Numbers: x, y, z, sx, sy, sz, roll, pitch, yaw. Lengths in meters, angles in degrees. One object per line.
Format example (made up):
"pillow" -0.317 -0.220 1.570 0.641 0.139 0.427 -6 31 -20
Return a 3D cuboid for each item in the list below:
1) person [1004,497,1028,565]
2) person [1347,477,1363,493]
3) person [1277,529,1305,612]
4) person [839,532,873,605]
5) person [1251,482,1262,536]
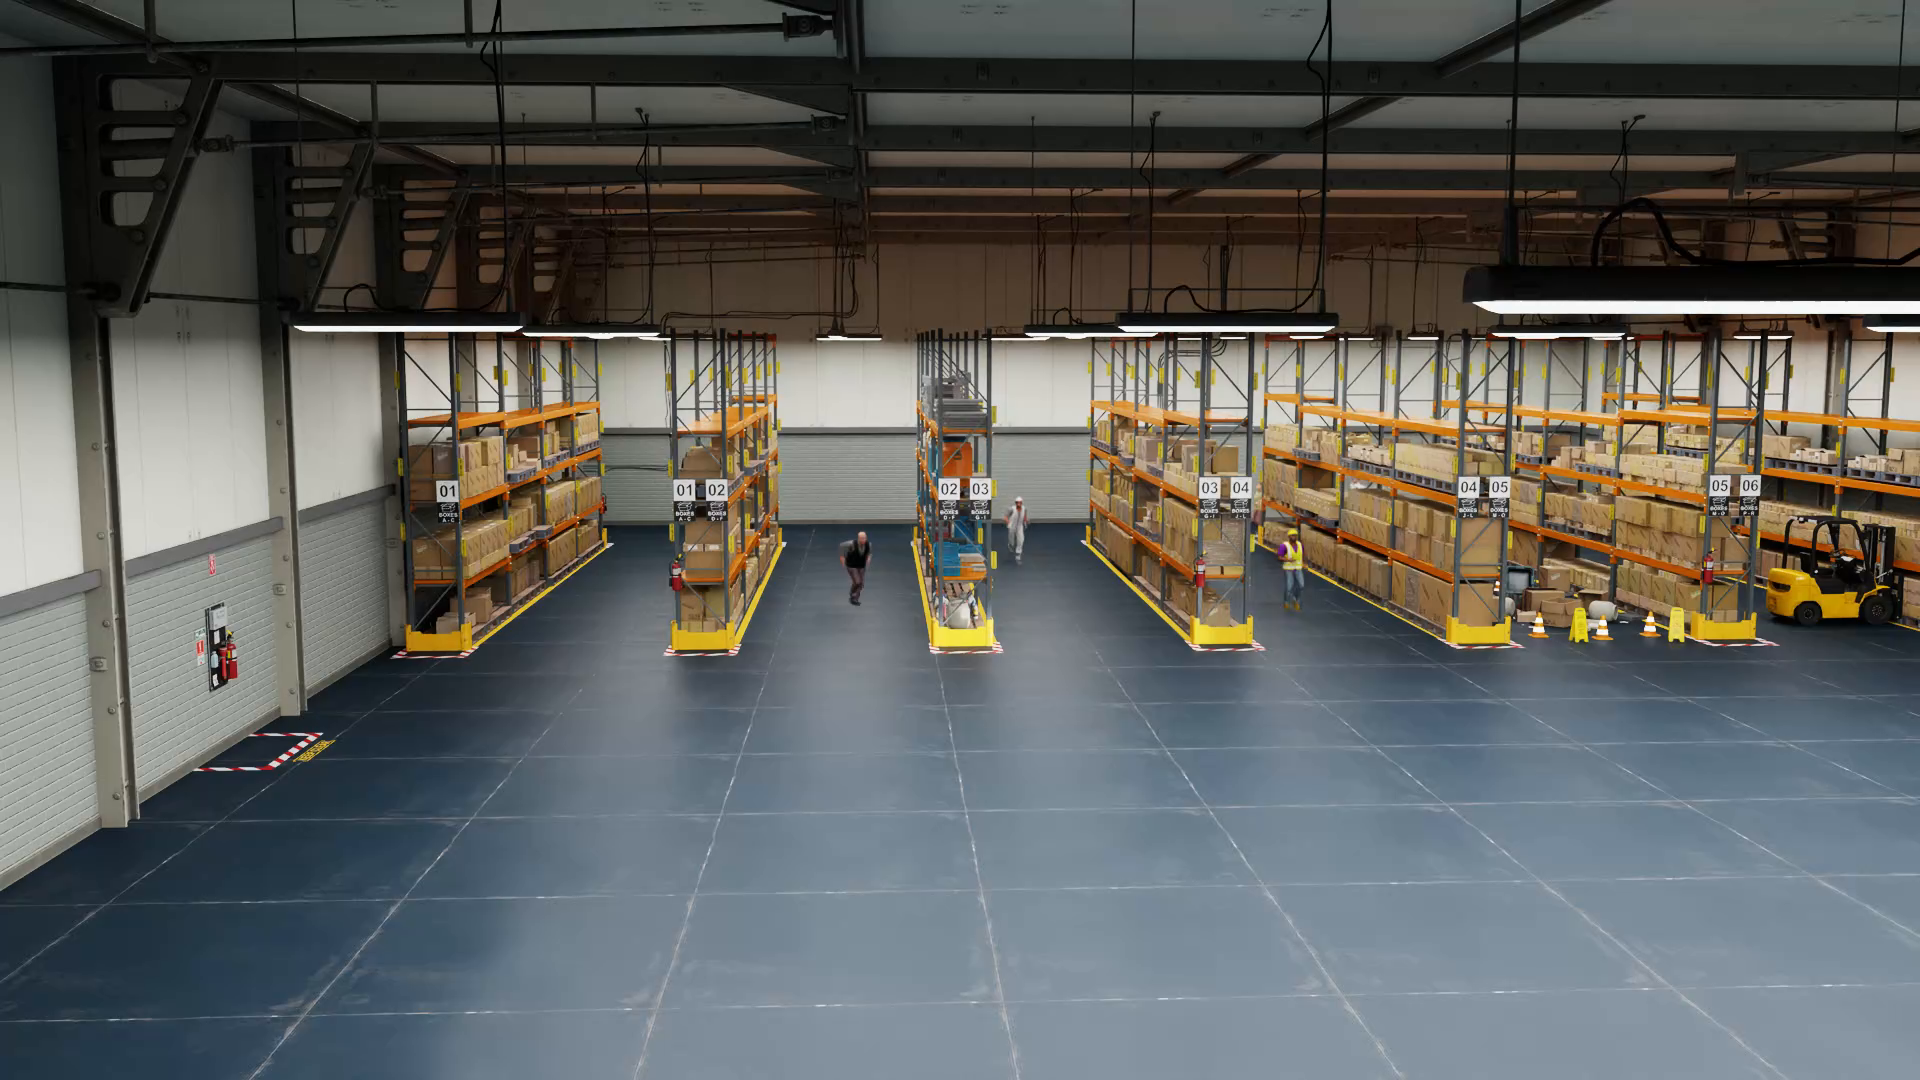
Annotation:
"person" 1.459 -0.266 43.571 0.659 1.772 1.061 -2 7 -13
"person" 11.958 -1.088 50.448 0.763 1.848 0.632 -4 8 -30
"person" 7.124 0.657 35.611 0.705 1.779 0.686 -1 7 -10
"person" -2.158 0.597 34.572 0.684 1.574 0.869 -3 7 -26
"person" 8.886 -0.900 49.387 0.539 1.636 0.578 -4 8 -32
